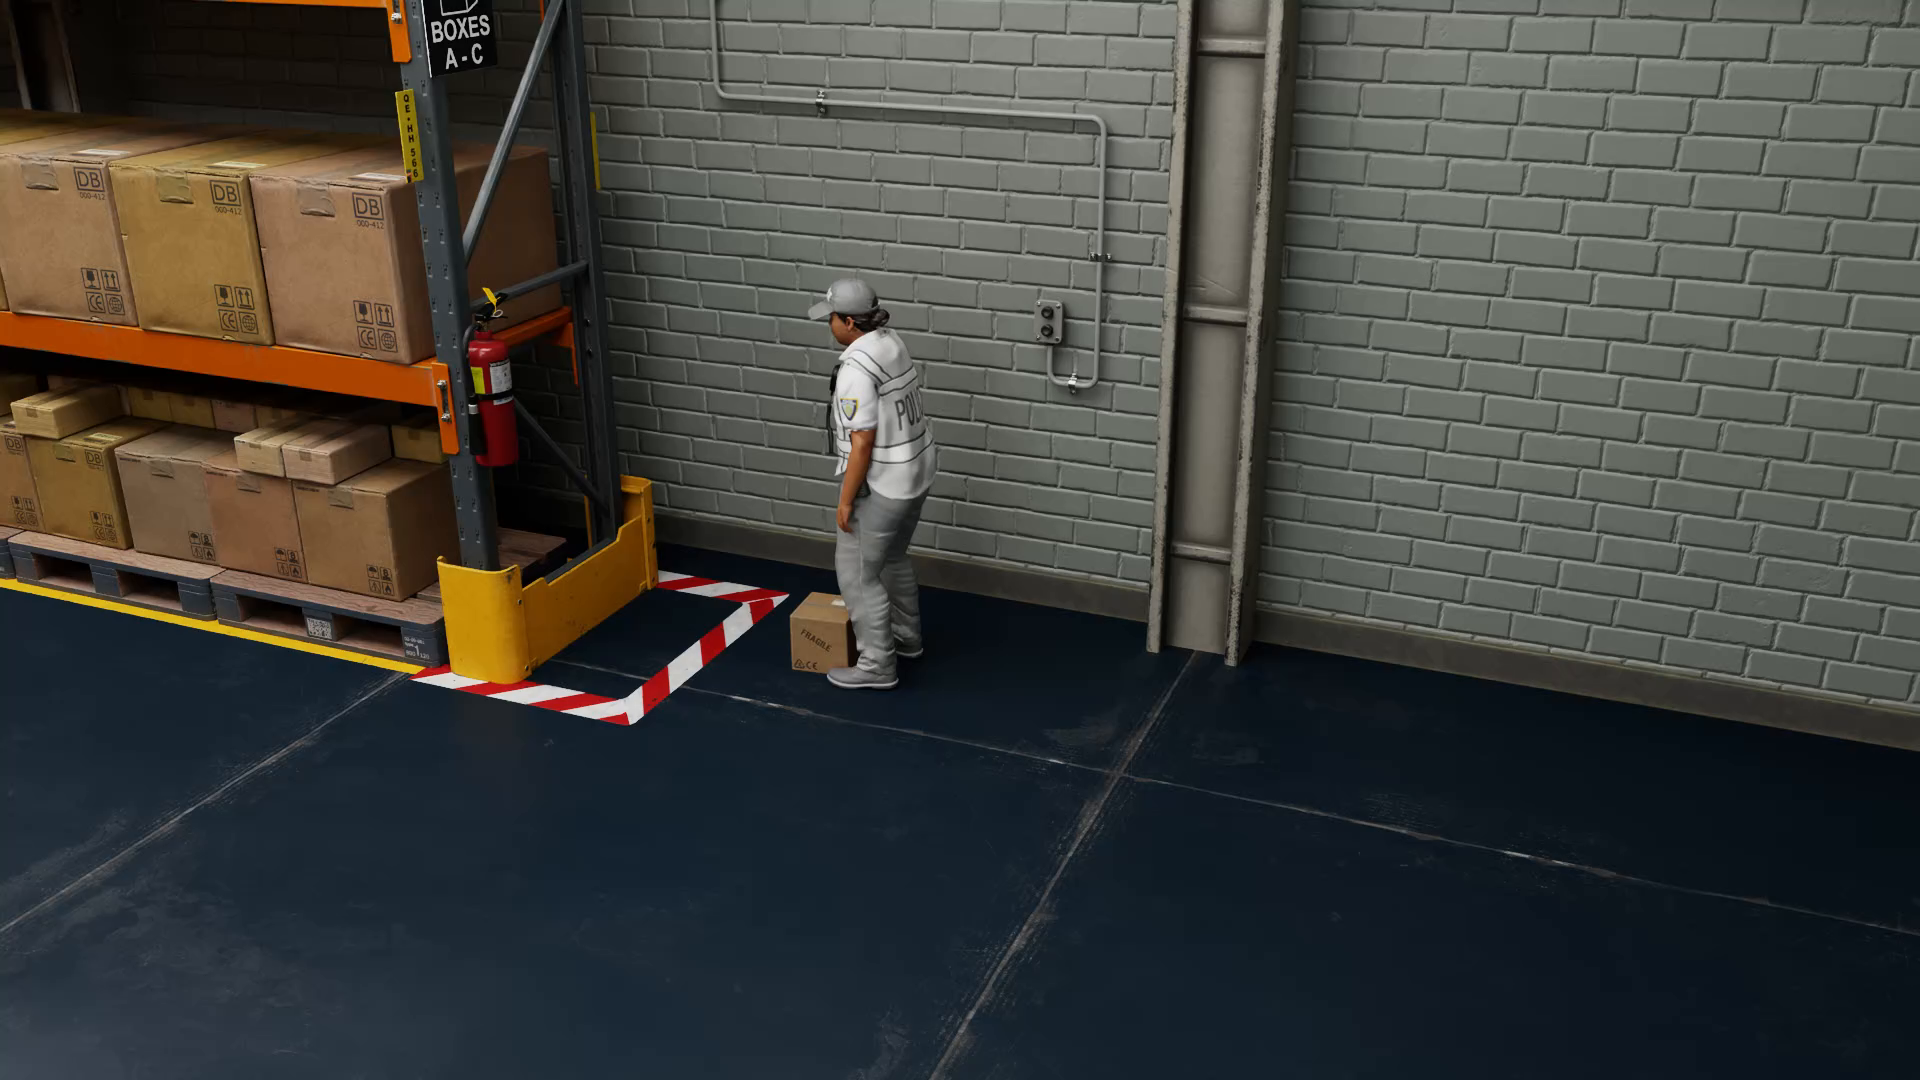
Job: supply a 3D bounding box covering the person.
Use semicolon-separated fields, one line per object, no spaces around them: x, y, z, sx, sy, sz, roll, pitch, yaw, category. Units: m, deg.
-0.348;-0.227;6.632;0.471;1.666;0.554;8;24;19;person
